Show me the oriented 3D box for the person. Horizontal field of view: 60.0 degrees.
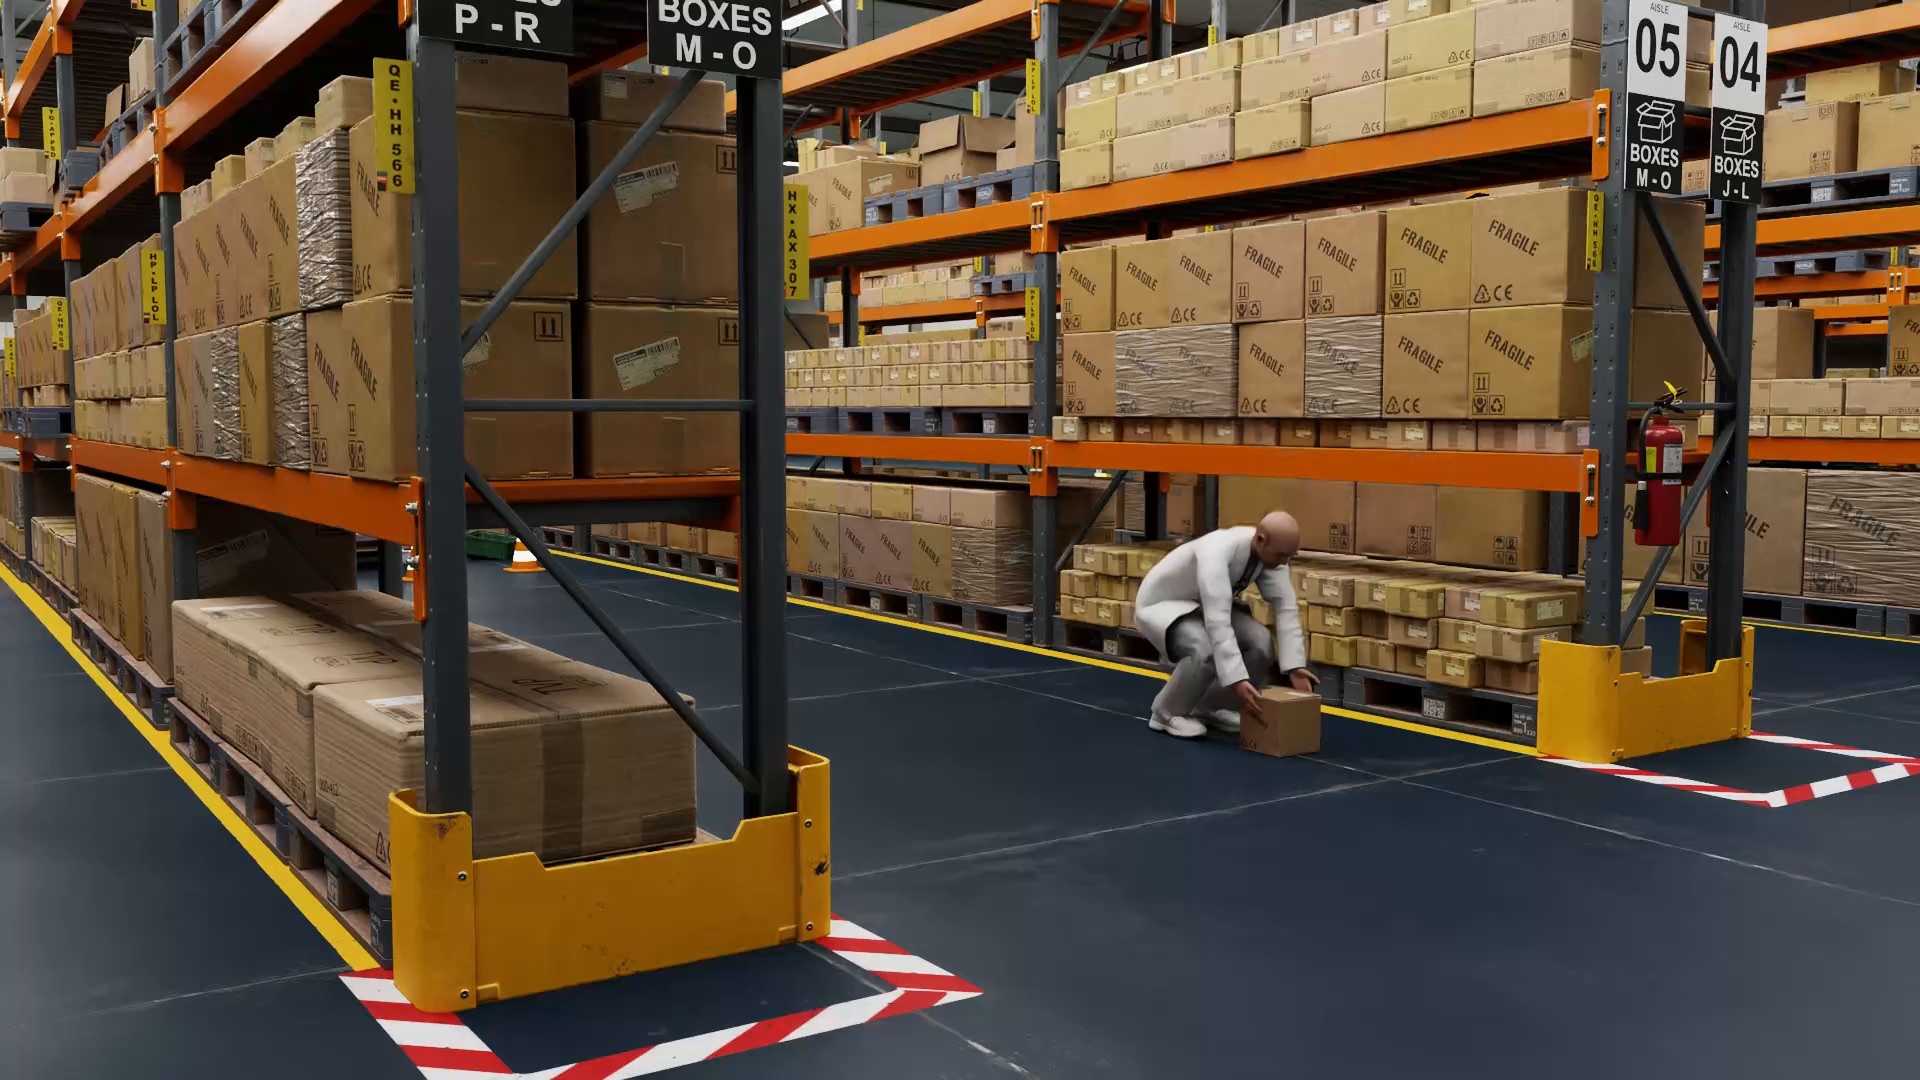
[{"bbox_3d":[1.198,0.377,7.630,0.611,1.047,0.885,-3,6,-36],"label":"person"}]
